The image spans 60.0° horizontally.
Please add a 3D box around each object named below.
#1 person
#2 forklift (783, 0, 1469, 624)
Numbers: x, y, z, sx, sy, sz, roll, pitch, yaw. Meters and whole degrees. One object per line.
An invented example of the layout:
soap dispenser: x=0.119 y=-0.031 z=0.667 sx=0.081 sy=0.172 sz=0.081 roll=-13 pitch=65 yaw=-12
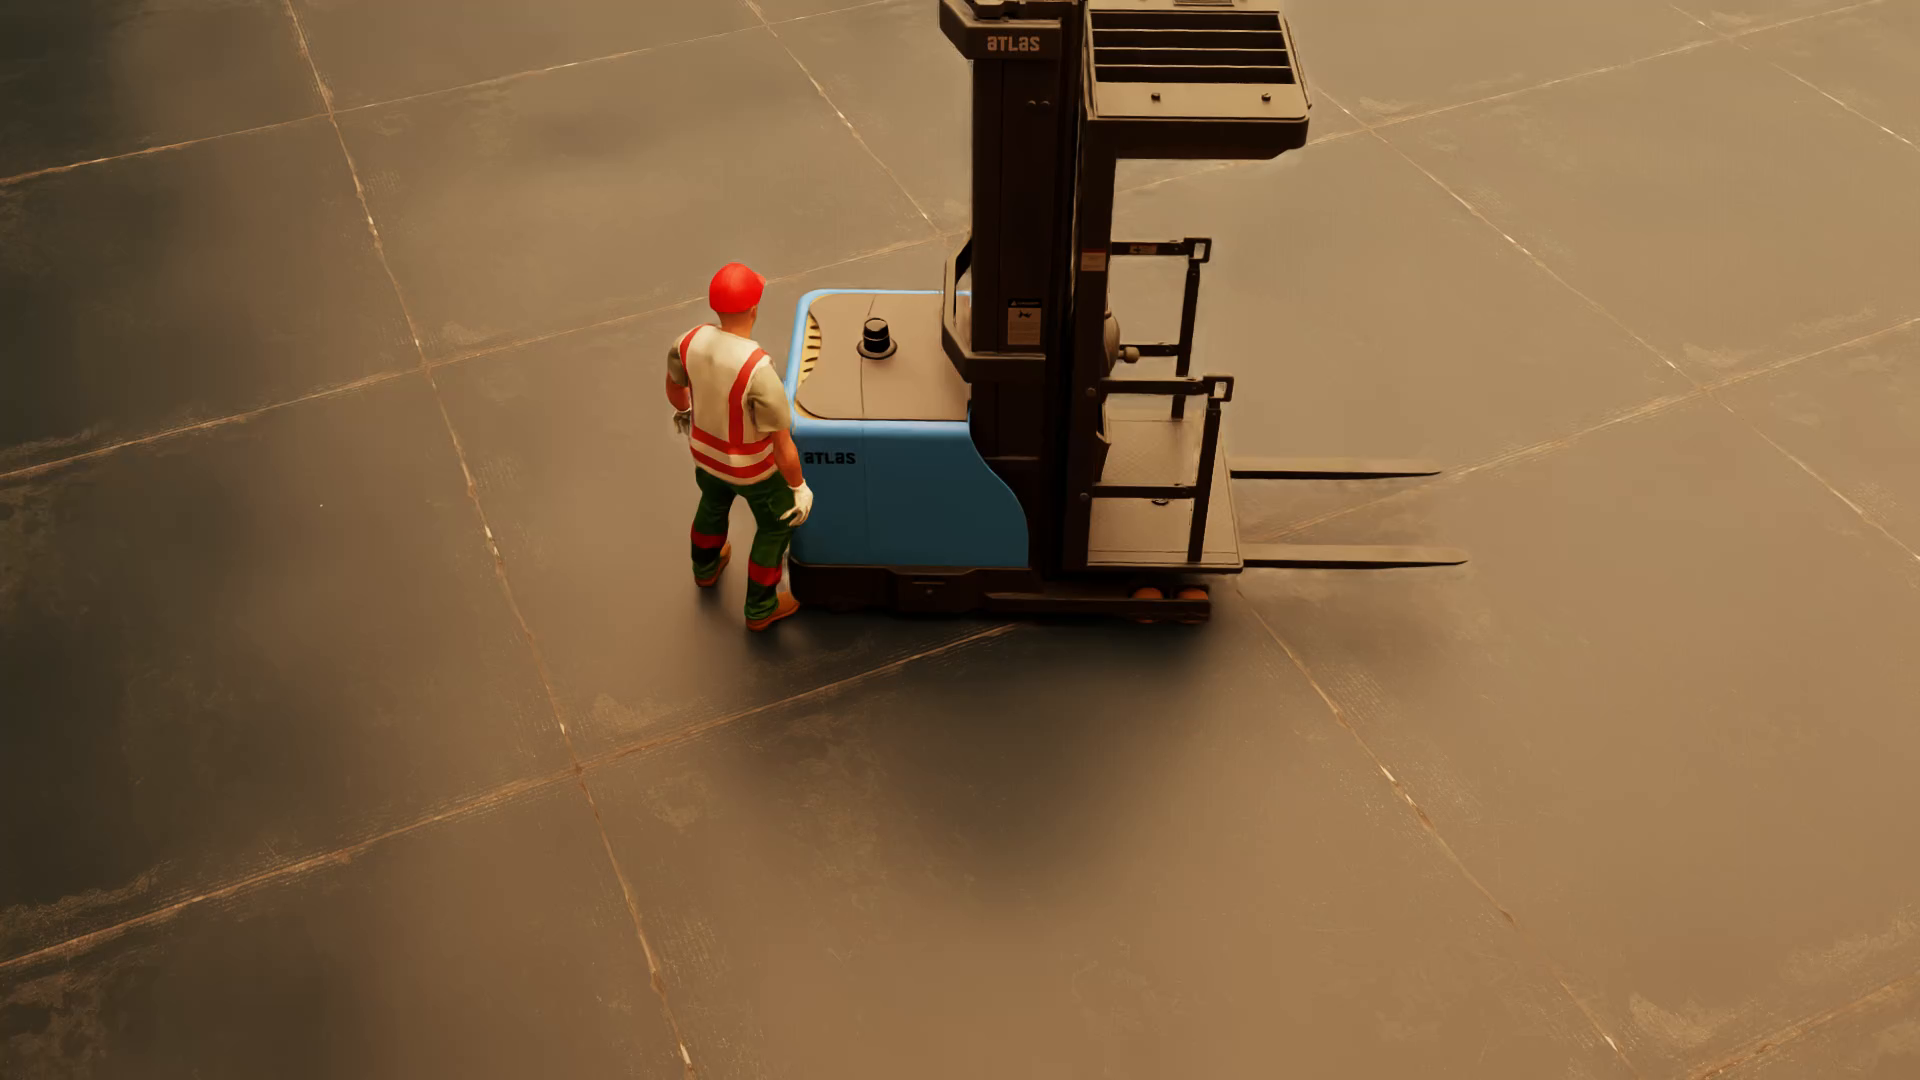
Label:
person: x=-0.906 y=-0.378 z=6.947 sx=0.805 sy=1.757 sz=0.413 roll=25 pitch=48 yaw=24
forklift: x=0.760 y=-1.066 z=6.823 sx=3.031 sy=2.935 sz=1.130 roll=1 pitch=43 yaw=1
